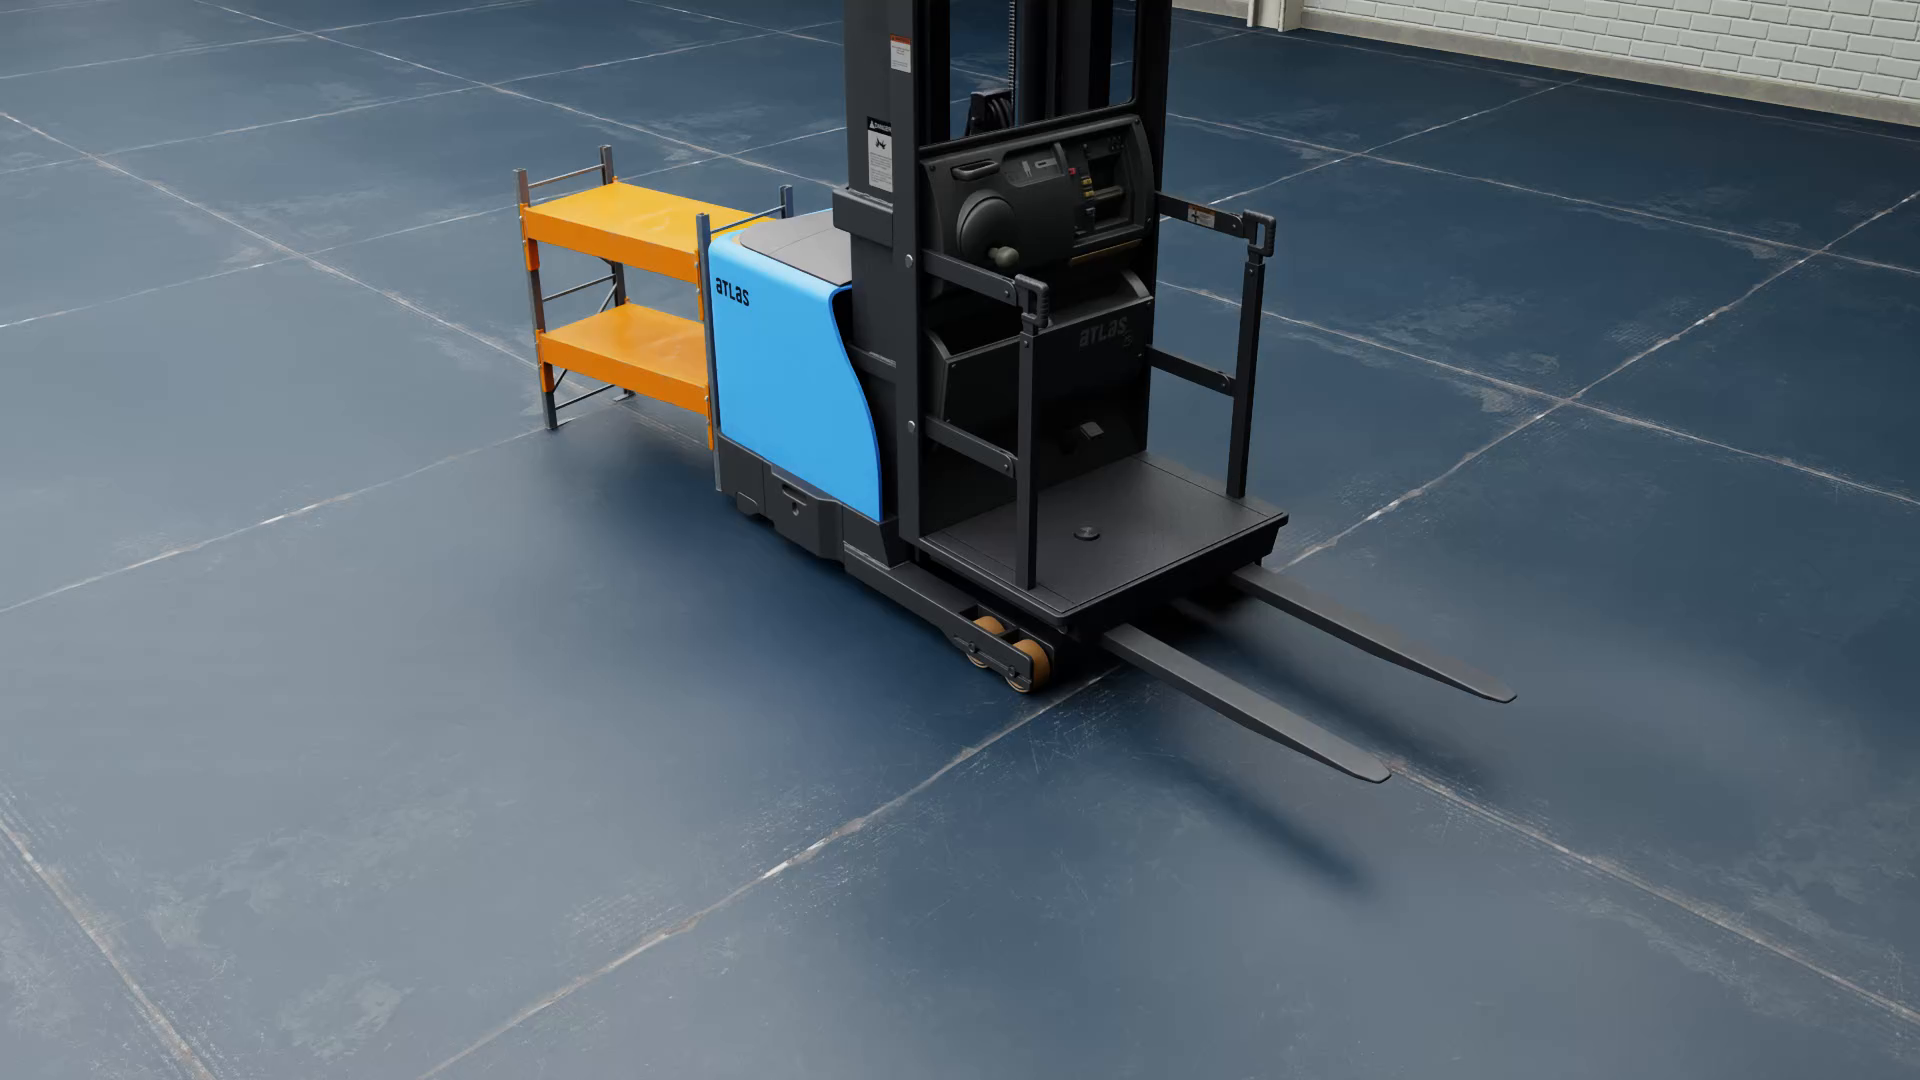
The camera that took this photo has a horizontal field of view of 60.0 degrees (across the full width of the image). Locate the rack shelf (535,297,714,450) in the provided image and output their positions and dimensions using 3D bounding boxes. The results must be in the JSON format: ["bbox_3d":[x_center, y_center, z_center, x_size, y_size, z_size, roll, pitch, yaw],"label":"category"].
[{"bbox_3d":[-1.218,-0.710,6.917,1.000,0.278,0.538,19,33,32],"label":"rack shelf"}]

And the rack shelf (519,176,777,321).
[{"bbox_3d":[-1.218,-1.185,6.667,1.000,0.278,0.538,19,33,32],"label":"rack shelf"}]

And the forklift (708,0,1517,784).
[{"bbox_3d":[0.407,-1.076,5.148,1.130,2.935,3.031,-22,35,-35],"label":"forklift"}]

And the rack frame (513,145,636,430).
[{"bbox_3d":[-1.625,-1.068,7.072,0.032,1.125,0.500,19,33,32],"label":"rack frame"}]

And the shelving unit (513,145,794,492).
[{"bbox_3d":[-1.218,-0.926,6.803,1.048,1.125,0.538,19,33,32],"label":"shelving unit"}]

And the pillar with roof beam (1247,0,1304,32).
[{"bbox_3d":[-0.156,-7.232,10.334,0.400,9.000,9.100,25,36,38],"label":"pillar with roof beam"}]

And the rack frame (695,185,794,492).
[{"bbox_3d":[-0.811,-0.785,6.534,0.032,1.125,0.500,19,33,32],"label":"rack frame"}]
